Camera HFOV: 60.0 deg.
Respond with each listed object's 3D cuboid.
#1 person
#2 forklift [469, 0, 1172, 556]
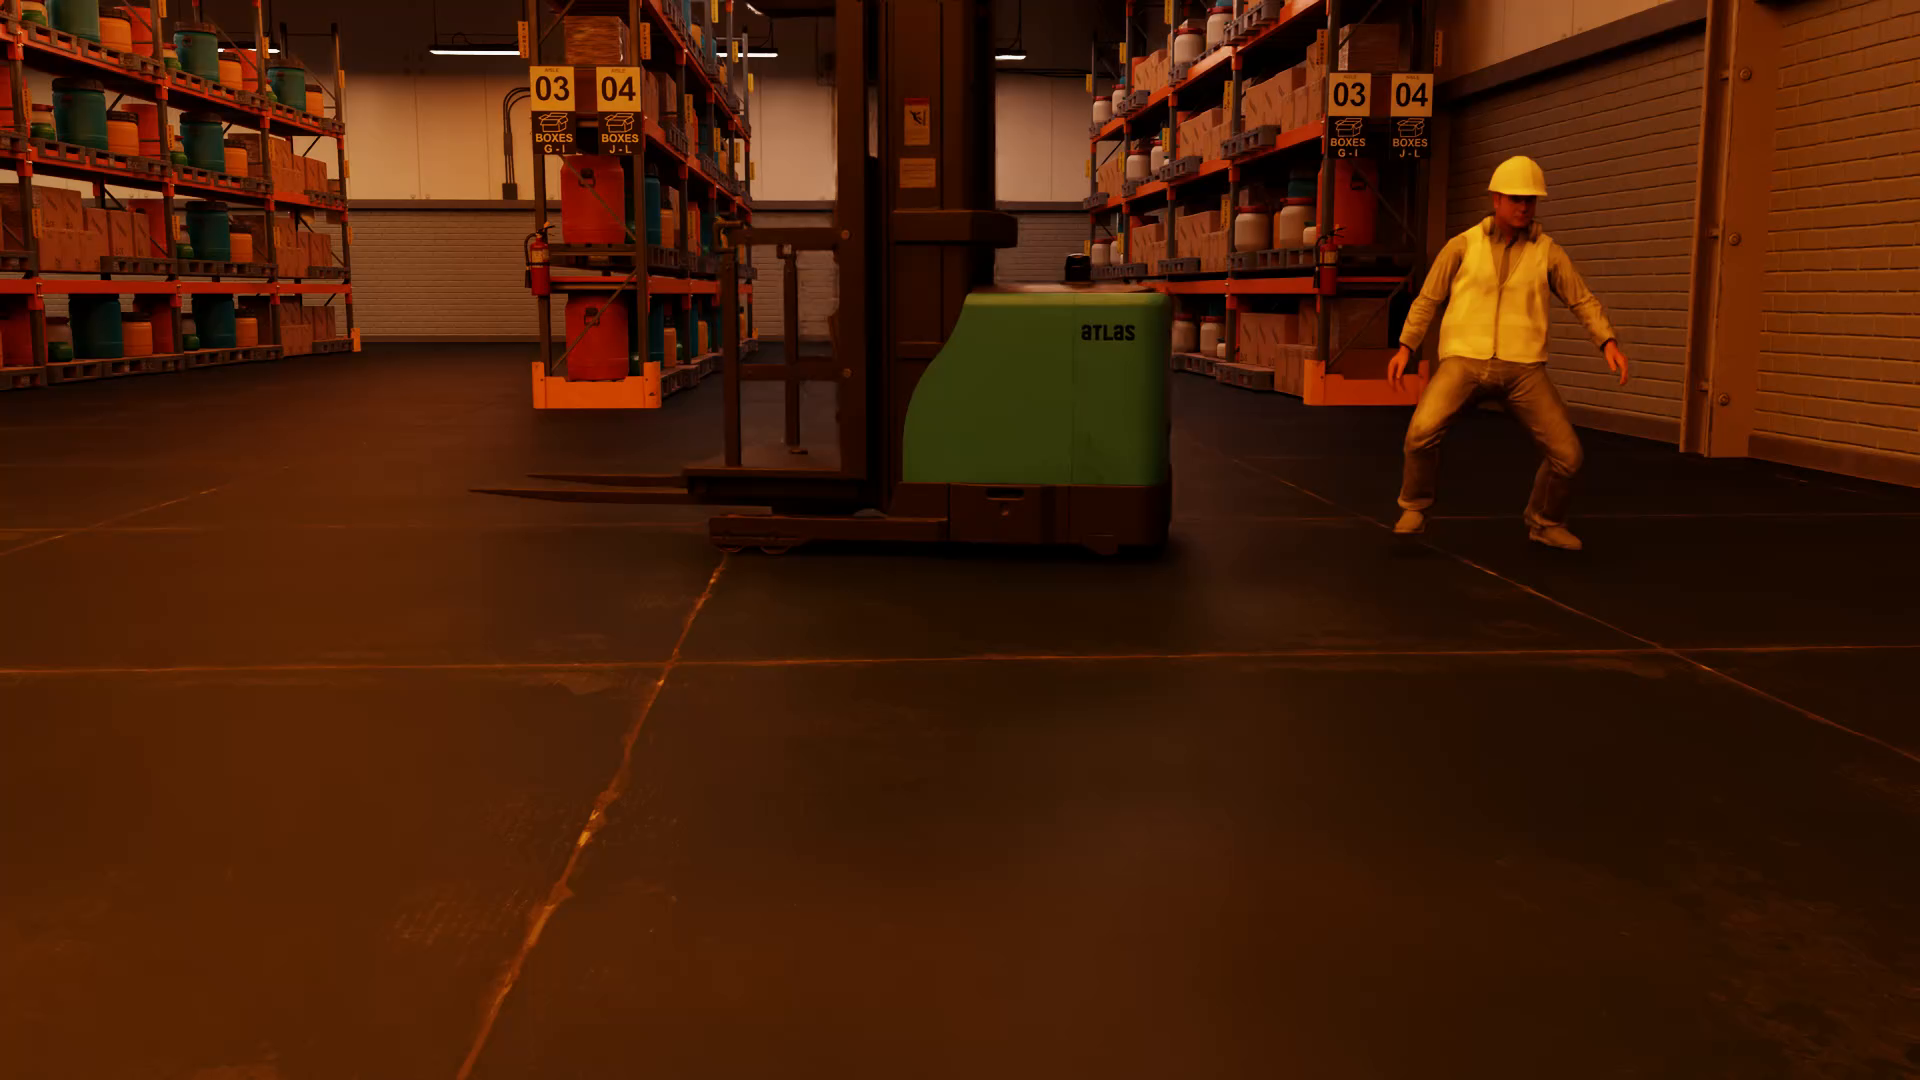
[{"bbox_3d":[2.269,-0.759,6.930,0.936,1.648,0.664,2,9,13],"label":"person"},{"bbox_3d":[-0.604,-1.463,7.183,3.031,2.935,1.130,1,9,9],"label":"forklift"}]
